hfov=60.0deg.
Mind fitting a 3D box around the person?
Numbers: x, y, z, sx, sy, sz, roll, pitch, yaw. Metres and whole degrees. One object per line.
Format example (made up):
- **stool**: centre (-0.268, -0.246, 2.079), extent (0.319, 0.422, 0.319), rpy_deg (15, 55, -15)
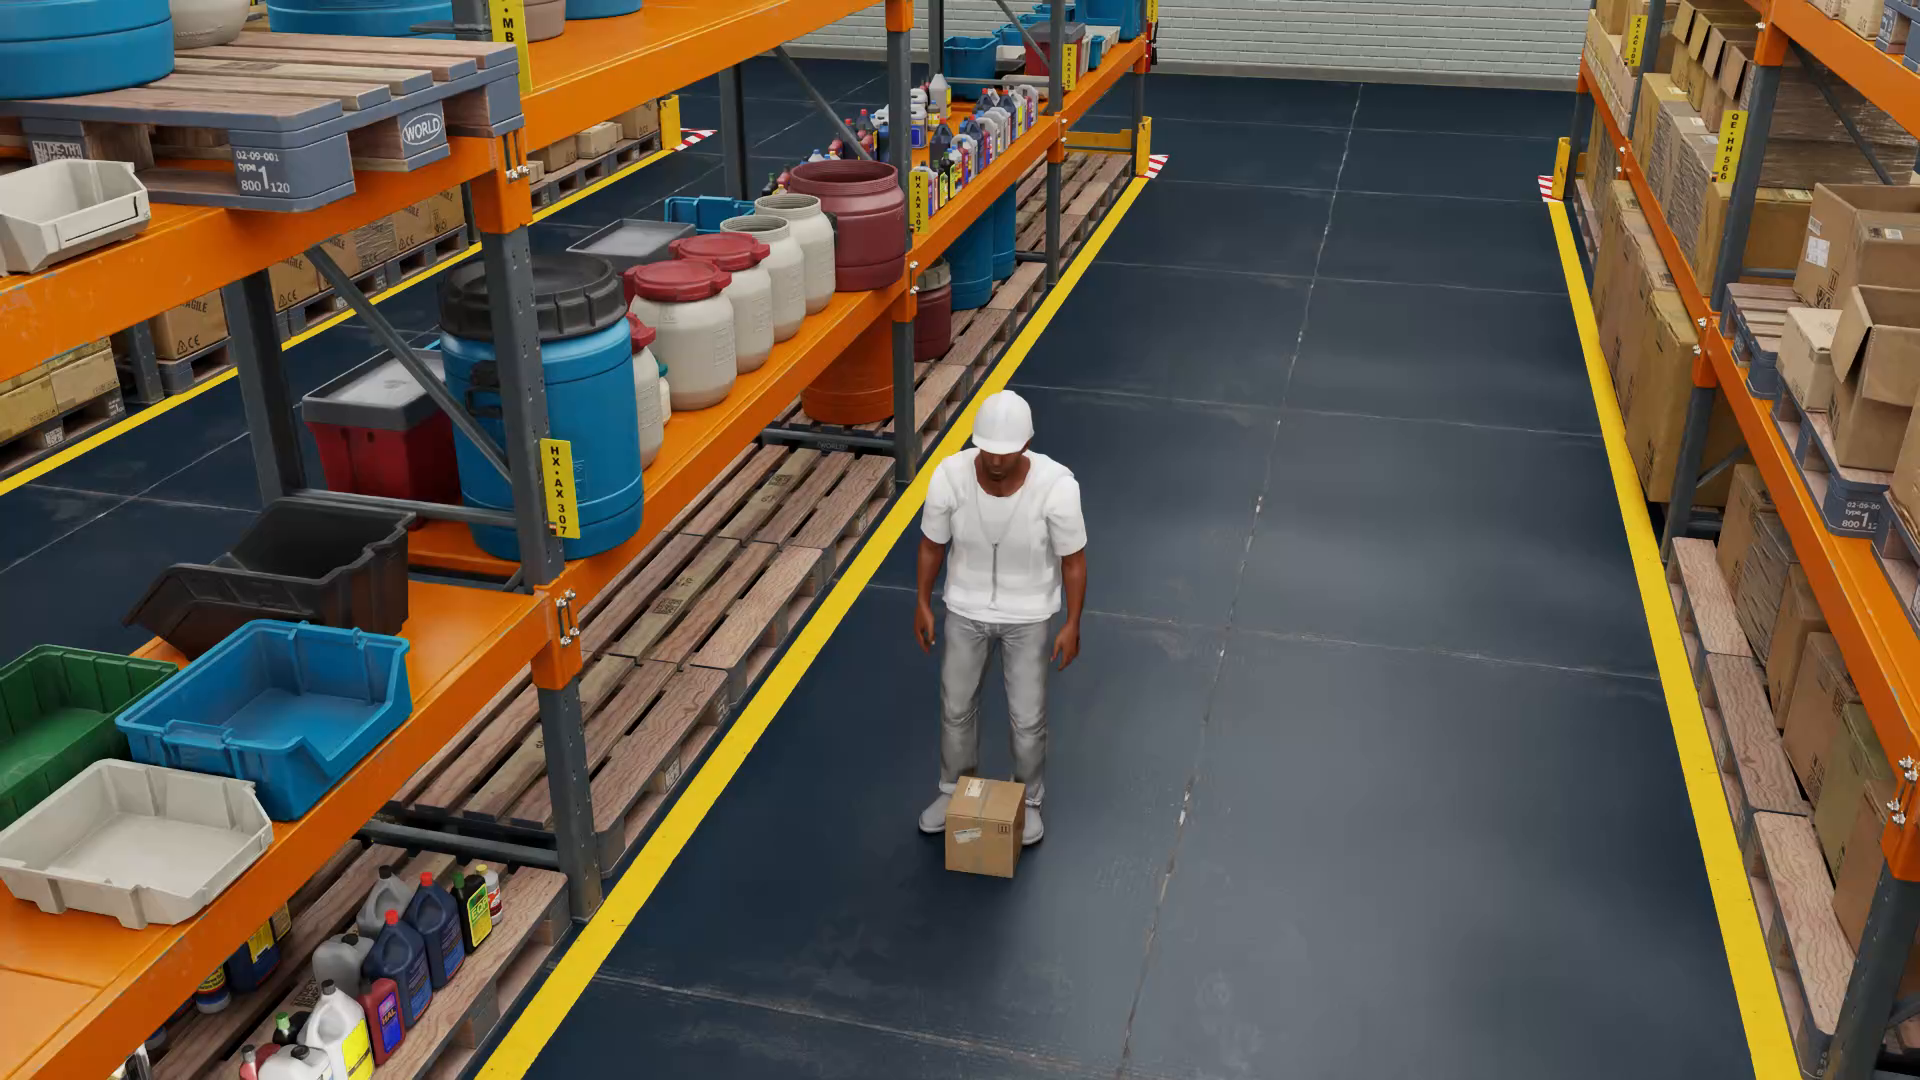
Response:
- **person**: centre (0.136, 0.275, 6.003), extent (0.626, 1.760, 0.458), rpy_deg (6, 26, 12)
